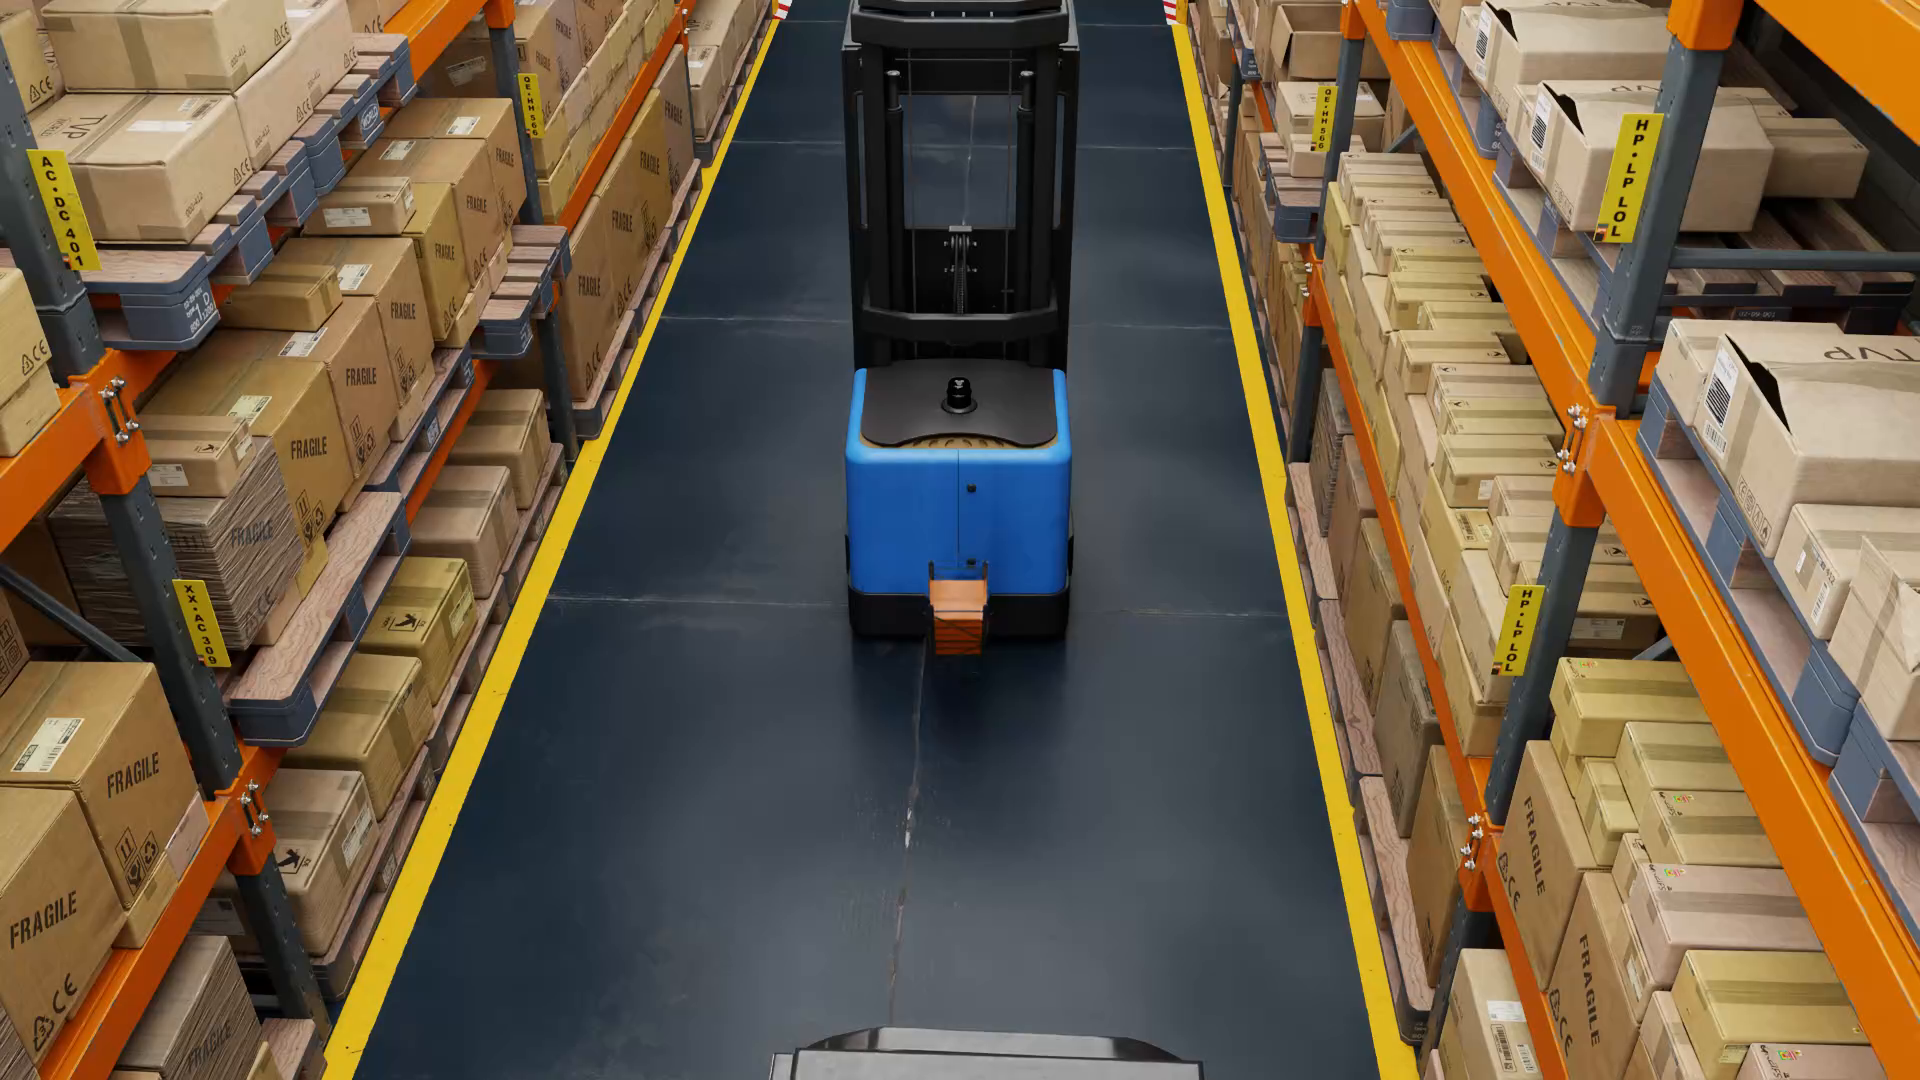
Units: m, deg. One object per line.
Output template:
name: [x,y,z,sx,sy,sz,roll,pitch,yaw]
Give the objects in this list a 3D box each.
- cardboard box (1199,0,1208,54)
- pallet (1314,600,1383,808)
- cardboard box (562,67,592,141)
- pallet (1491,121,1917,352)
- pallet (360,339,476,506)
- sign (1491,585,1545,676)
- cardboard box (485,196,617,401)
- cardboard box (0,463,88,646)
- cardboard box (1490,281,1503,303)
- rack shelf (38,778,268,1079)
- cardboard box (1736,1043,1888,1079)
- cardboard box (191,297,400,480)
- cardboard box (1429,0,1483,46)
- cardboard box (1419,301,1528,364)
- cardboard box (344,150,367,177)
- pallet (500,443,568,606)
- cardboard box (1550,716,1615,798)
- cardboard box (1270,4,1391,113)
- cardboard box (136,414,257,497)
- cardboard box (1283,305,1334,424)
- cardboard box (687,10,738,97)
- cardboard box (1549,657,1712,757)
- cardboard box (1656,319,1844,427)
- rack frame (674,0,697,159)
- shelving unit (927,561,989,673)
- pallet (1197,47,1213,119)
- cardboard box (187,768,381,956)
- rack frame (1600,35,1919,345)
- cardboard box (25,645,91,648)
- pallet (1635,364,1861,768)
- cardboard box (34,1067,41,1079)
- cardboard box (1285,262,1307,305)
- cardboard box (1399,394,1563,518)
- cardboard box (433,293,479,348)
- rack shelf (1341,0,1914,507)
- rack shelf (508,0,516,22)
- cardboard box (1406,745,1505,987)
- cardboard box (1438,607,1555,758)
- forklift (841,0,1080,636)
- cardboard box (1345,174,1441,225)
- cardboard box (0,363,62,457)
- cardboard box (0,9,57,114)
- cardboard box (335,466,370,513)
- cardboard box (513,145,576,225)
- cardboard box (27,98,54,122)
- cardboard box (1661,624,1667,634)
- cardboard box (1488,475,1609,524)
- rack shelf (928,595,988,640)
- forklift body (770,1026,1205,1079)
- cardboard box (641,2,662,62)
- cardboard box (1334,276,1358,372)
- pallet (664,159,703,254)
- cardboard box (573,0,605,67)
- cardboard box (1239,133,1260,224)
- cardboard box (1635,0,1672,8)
cardboard box: [2.436,-4.494,14.290,0.700,0.500,0.500,3,35,4]
pallet: [2.183,0.724,7.482,1.003,0.211,1.213,1,35,2]
cardboard box: [-2.364,-2.426,9.234,0.500,0.250,0.500,2,35,3]
pallet: [2.169,-0.946,4.990,0.805,0.209,1.217,0,35,0]
pallet: [-2.691,-0.484,6.942,1.003,0.211,1.213,1,35,2]
sign: [1.604,0.262,4.776,0.100,0.325,0.005,1,35,2]
cardboard box: [-2.542,-1.398,9.558,0.875,0.875,0.875,1,35,1]
cardboard box: [-3.024,-0.007,5.387,0.500,0.500,0.500,1,35,1]
cardboard box: [2.525,-0.885,7.042,0.500,0.250,0.500,1,35,2]
rack shelf: [-2.894,2.041,3.808,1.077,0.370,4.000,1,35,2]
cardboard box: [1.865,1.201,3.469,0.380,0.149,0.250,1,35,2]
cardboard box: [-2.455,-0.571,6.188,0.500,0.500,0.500,1,35,2]
cardboard box: [1.994,-2.073,5.889,0.500,0.500,0.500,2,35,3]
cardboard box: [2.045,-0.824,6.609,0.380,0.149,0.250,1,35,2]
cardboard box: [-2.916,-1.482,7.485,0.500,0.500,0.500,3,35,4]
pallet: [-2.686,-0.111,8.669,1.003,0.211,1.213,1,35,2]
cardboard box: [1.871,0.581,4.609,0.380,0.149,0.250,1,35,1]
cardboard box: [2.188,-2.744,9.536,0.797,0.503,0.637,1,35,1]
cardboard box: [-2.441,-0.264,5.188,0.380,0.149,0.250,1,35,2]
cardboard box: [2.109,-0.985,9.297,0.500,0.500,0.500,2,35,3]
cardboard box: [-2.324,-3.995,13.634,0.875,0.438,0.875,0,35,0]
cardboard box: [1.837,0.459,4.525,0.380,0.149,0.250,2,35,3]
cardboard box: [1.825,-0.376,3.780,0.380,0.149,0.250,2,35,3]
rack frame: [-2.492,-3.998,11.776,1.000,3.000,0.127,1,35,2]
shelving unit: [-0.008,0.355,7.260,0.258,1.200,0.189,0,73,0]
pallet: [2.543,-3.842,13.979,1.003,0.211,1.213,1,35,2]
cardboard box: [-2.795,1.200,6.300,0.950,0.372,0.625,2,35,2]
rack frame: [2.146,-1.744,3.351,1.000,3.000,0.127,1,35,2]
cardboard box: [-3.069,0.227,5.618,0.380,0.149,0.250,2,35,3]
pallet: [2.138,0.010,3.541,1.003,0.211,1.213,1,35,2]
cardboard box: [-2.559,1.476,4.205,0.380,0.149,0.250,1,35,1]
cardboard box: [2.054,-1.449,9.394,0.380,0.149,0.250,0,35,-1]
cardboard box: [1.950,-0.310,6.224,0.500,0.250,0.500,2,35,3]
cardboard box: [-2.350,-0.971,7.322,0.380,0.149,0.250,2,35,3]
rack shelf: [2.227,-1.372,6.056,1.077,0.370,4.000,1,35,2]
rack shelf: [-2.572,-3.782,9.486,1.077,0.370,4.000,1,35,2]
cardboard box: [2.156,1.210,6.065,0.875,0.625,0.625,3,35,4]
cardboard box: [1.905,0.476,5.540,0.500,0.250,0.500,2,35,3]
forklift: [0.005,-1.557,8.362,1.130,2.935,3.031,0,35,0]
cardboard box: [1.991,-1.564,7.662,0.380,0.149,0.250,2,35,3]
cardboard box: [-2.521,-0.338,4.178,0.380,0.149,0.250,1,35,2]
cardboard box: [-2.917,-1.280,4.631,0.500,0.250,0.500,2,35,3]
cardboard box: [-2.470,-0.236,6.276,0.380,0.149,0.250,2,35,3]
cardboard box: [-2.382,-1.914,8.941,0.500,0.250,0.500,1,35,1]
cardboard box: [-2.935,-1.079,4.778,0.500,0.250,0.500,1,35,1]
cardboard box: [2.375,0.207,5.141,0.380,0.149,0.250,1,35,1]
cardboard box: [1.993,-0.085,5.557,0.380,0.149,0.250,1,35,2]
rack shelf: [-0.008,0.333,7.188,0.258,0.103,0.180,0,73,0]
forklift body: [0.239,2.224,3.661,2.313,2.155,1.214,1,35,2]
cardboard box: [-2.280,-3.381,11.028,0.500,0.250,0.500,1,35,1]
cardboard box: [2.020,-0.988,7.624,0.500,0.250,0.500,1,35,1]
pallet: [-2.448,-2.413,11.945,1.003,0.211,1.213,1,35,2]
cardboard box: [-2.342,-3.010,9.414,0.500,0.500,0.500,2,35,3]
cardboard box: [2.212,-2.456,11.391,0.500,0.500,0.500,1,35,1]
cardboard box: [2.457,-1.983,6.050,0.380,0.166,0.250,1,35,2]
